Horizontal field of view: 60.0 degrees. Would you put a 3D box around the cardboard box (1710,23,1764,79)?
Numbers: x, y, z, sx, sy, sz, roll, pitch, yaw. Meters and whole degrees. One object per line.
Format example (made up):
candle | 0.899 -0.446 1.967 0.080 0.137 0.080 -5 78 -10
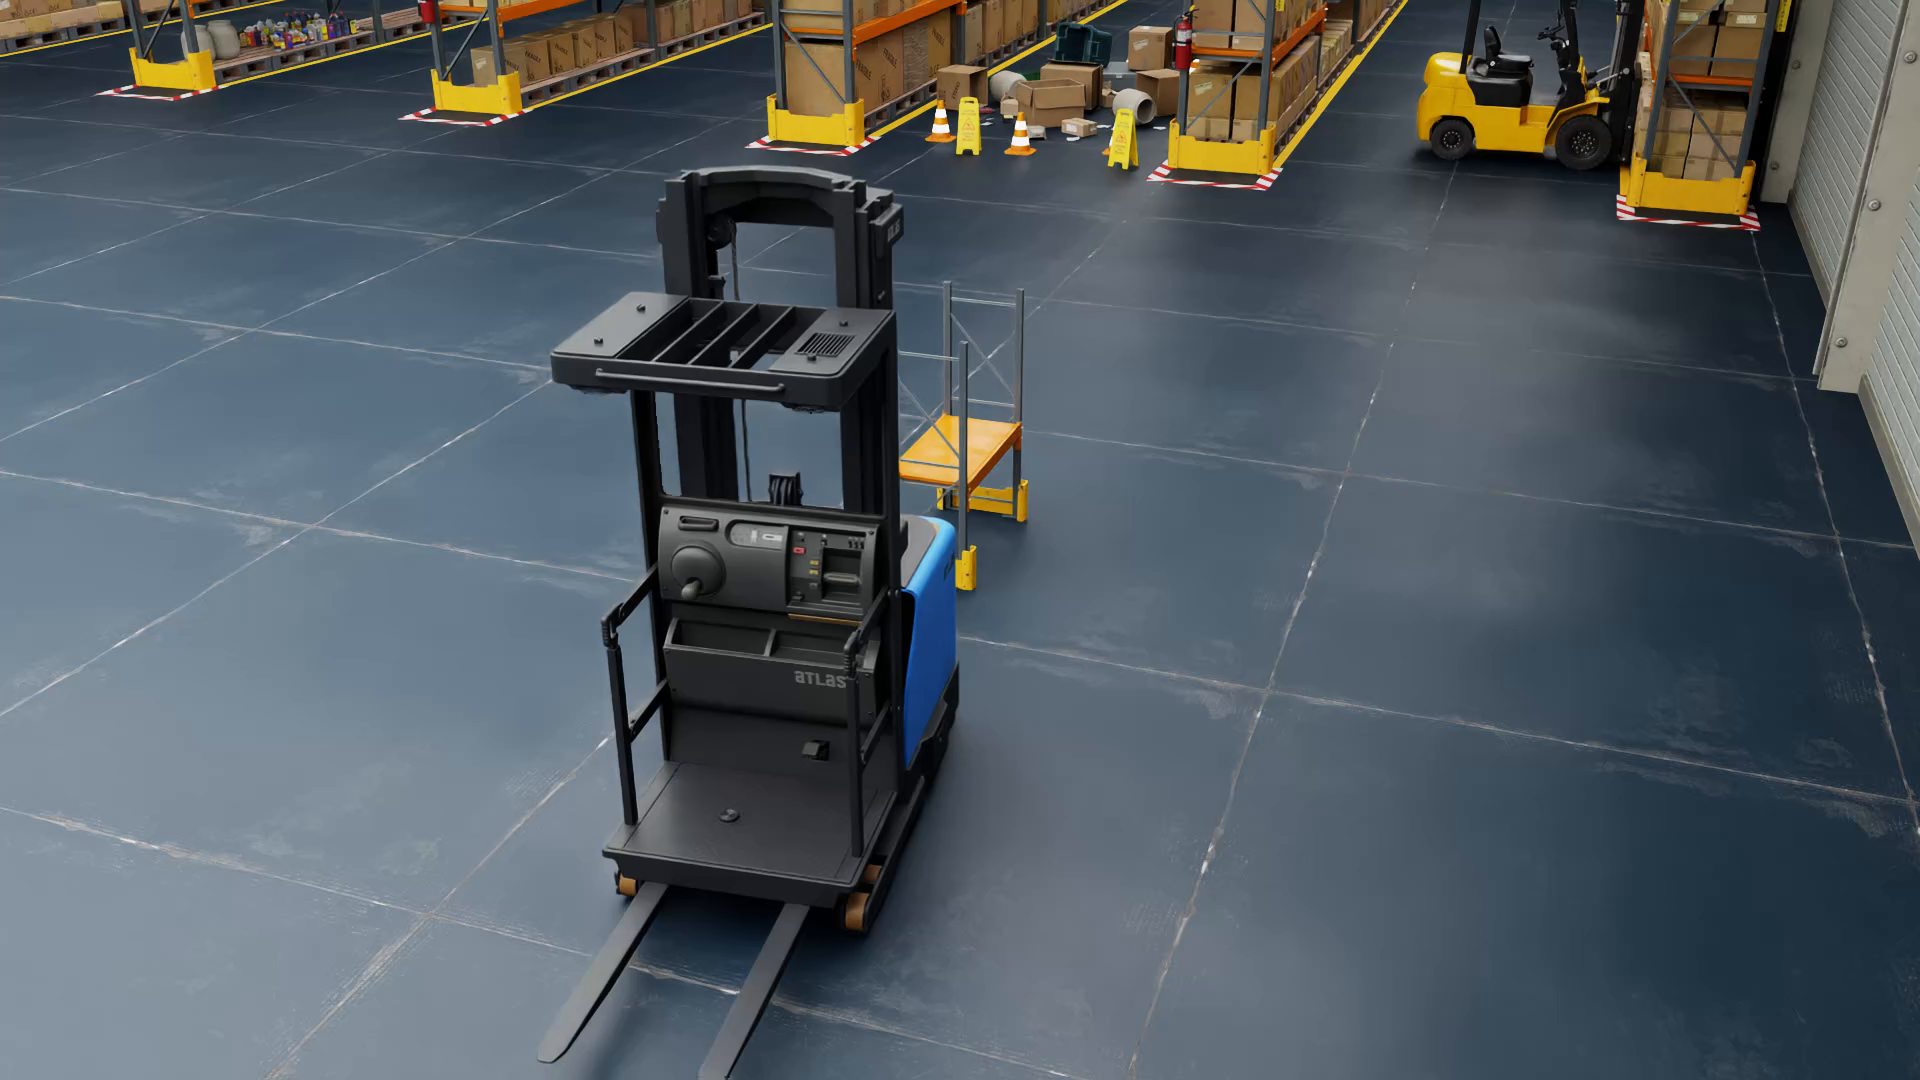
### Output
cardboard box | 8.061 -5.073 17.171 0.500 0.500 0.500 10 27 19

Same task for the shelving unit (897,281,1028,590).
shelving unit | -0.025 -0.644 9.858 0.587 1.500 1.083 9 27 17

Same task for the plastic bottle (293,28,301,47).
plastic bottle | -10.019 -7.590 25.111 0.097 0.271 0.097 0 26 0

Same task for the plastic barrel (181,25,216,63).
plastic barrel | -10.917 -7.089 23.823 0.421 0.512 0.421 0 26 0

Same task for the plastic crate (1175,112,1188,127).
plastic crate | 2.988 -5.386 21.283 0.402 0.080 0.583 0 26 -1

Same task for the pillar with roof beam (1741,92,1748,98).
pillar with roof beam | 6.653 -10.810 22.251 9.100 9.000 0.400 9 27 17

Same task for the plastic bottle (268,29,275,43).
plastic bottle | -10.530 -7.721 25.461 0.097 0.201 0.097 0 26 0

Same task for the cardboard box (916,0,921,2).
cardboard box | -0.982 -7.383 21.885 0.875 0.550 0.550 9 27 17

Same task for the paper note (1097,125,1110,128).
paper note | 1.814 -5.246 21.063 0.148 0.019 0.142 20 32 35

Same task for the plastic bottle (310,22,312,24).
plastic bottle | -9.951 -7.844 25.621 0.061 0.283 0.133 9 27 17

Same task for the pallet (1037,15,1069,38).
pallet | 1.174 -8.613 27.796 1.003 0.211 1.213 9 27 17

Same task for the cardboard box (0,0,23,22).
cardboard box | -15.026 -8.348 25.863 0.500 0.500 0.500 9 27 17

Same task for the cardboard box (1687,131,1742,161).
cardboard box | 7.987 -4.204 17.591 0.500 0.250 0.500 9 27 18

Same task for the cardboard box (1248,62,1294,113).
cardboard box | 3.659 -5.389 19.750 0.500 0.500 0.500 8 27 16

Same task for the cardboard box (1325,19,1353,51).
cardboard box | 5.417 -7.646 25.134 0.950 0.372 0.625 7 27 14

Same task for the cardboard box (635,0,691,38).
cardboard box | -4.661 -8.179 26.065 0.700 0.500 0.500 9 27 17

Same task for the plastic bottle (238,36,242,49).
plastic bottle | -10.866 -7.495 24.995 0.097 0.201 0.097 0 26 0

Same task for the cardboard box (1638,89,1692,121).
cardboard box | 7.658 -4.711 18.065 0.500 0.250 0.500 9 27 18

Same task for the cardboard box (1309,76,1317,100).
cardboard box | 4.340 -5.896 21.659 0.500 0.250 0.500 10 28 20

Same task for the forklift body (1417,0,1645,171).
forklift body | 6.545 -5.527 19.196 2.313 2.155 1.214 9 27 17

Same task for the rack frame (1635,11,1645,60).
rack frame | 10.297 -8.152 23.646 1.000 3.000 0.127 9 27 17

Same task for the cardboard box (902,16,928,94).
cardboard box | -0.990 -6.517 22.223 0.875 0.875 0.875 9 27 18

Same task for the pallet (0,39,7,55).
pallet | -15.518 -7.524 25.547 1.003 0.211 1.213 9 27 17

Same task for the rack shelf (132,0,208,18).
rack shelf | -10.398 -8.237 24.645 1.077 0.370 4.000 9 27 17

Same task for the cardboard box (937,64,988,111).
cardboard box | 0.033 -5.992 22.050 0.500 0.500 0.500 14 29 26

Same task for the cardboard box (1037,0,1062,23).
cardboard box | 1.389 -8.865 27.503 0.500 0.500 0.500 8 27 15

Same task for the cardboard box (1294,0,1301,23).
cardboard box | 3.709 -6.339 19.445 0.500 0.500 0.500 8 27 16

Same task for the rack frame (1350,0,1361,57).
rack frame | 5.615 -8.871 25.129 1.000 3.000 0.127 9 27 17

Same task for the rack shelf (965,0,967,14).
rack shelf | 0.248 -8.401 24.985 1.077 0.370 4.000 9 27 17

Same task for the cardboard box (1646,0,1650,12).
cardboard box | 9.049 -6.894 21.218 0.500 0.250 0.500 9 27 17

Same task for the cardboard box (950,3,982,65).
cardboard box | -0.296 -7.348 24.083 1.050 0.750 0.750 9 27 17

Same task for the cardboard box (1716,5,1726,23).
cardboard box | 8.014 -5.414 17.131 0.380 0.149 0.250 9 27 17

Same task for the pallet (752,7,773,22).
pallet | -3.397 -9.366 29.351 1.003 0.211 1.213 9 27 17

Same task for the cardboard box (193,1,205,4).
cardboard box | -13.693 -9.606 29.322 0.500 0.250 0.500 8 27 16

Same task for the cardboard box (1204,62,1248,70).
cardboard box | 3.144 -5.454 19.885 0.500 0.500 0.500 10 28 19

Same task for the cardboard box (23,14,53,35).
cardboard box | -14.844 -8.214 26.446 0.500 0.250 0.500 9 27 17

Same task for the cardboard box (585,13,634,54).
cardboard box | -5.233 -7.569 24.828 0.500 0.500 0.500 8 27 16

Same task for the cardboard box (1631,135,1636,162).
cardboard box | 7.667 -4.258 18.276 0.500 0.250 0.500 9 27 17

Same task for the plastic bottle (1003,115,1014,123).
plastic bottle | 0.617 -5.421 21.375 0.133 0.061 0.283 0 26 -1

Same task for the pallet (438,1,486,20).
pallet | -8.696 -9.458 29.542 1.003 0.211 1.213 9 27 17

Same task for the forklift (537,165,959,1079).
forklift | -0.839 0.123 6.633 1.130 2.935 3.031 6 26 12

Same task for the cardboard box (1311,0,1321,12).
cardboard box | 4.387 -6.834 21.211 0.380 0.149 0.250 9 27 19

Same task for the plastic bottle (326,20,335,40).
plastic bottle | -9.754 -7.899 25.735 0.061 0.283 0.133 11 28 21

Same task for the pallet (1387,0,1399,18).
pallet | 7.273 -9.560 29.754 1.003 0.211 1.213 9 27 17

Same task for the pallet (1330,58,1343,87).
pallet | 4.945 -6.795 24.042 1.003 0.211 1.213 9 27 17

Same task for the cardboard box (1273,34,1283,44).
cardboard box | 3.496 -5.783 19.039 0.380 0.149 0.250 8 27 16

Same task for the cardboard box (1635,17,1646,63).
cardboard box | 10.076 -7.018 23.546 0.875 0.625 0.625 10 27 19

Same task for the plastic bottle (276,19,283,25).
plastic bottle | -10.549 -7.947 25.833 0.061 0.283 0.133 10 28 20

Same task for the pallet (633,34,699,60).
pallet | -4.804 -7.729 25.971 1.003 0.211 1.213 9 27 17

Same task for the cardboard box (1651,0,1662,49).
cardboard box | 8.059 -5.781 18.633 0.500 0.500 0.500 9 27 18

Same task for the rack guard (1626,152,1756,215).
rack guard | 7.626 -3.730 17.380 1.175 0.500 0.348 9 27 17
